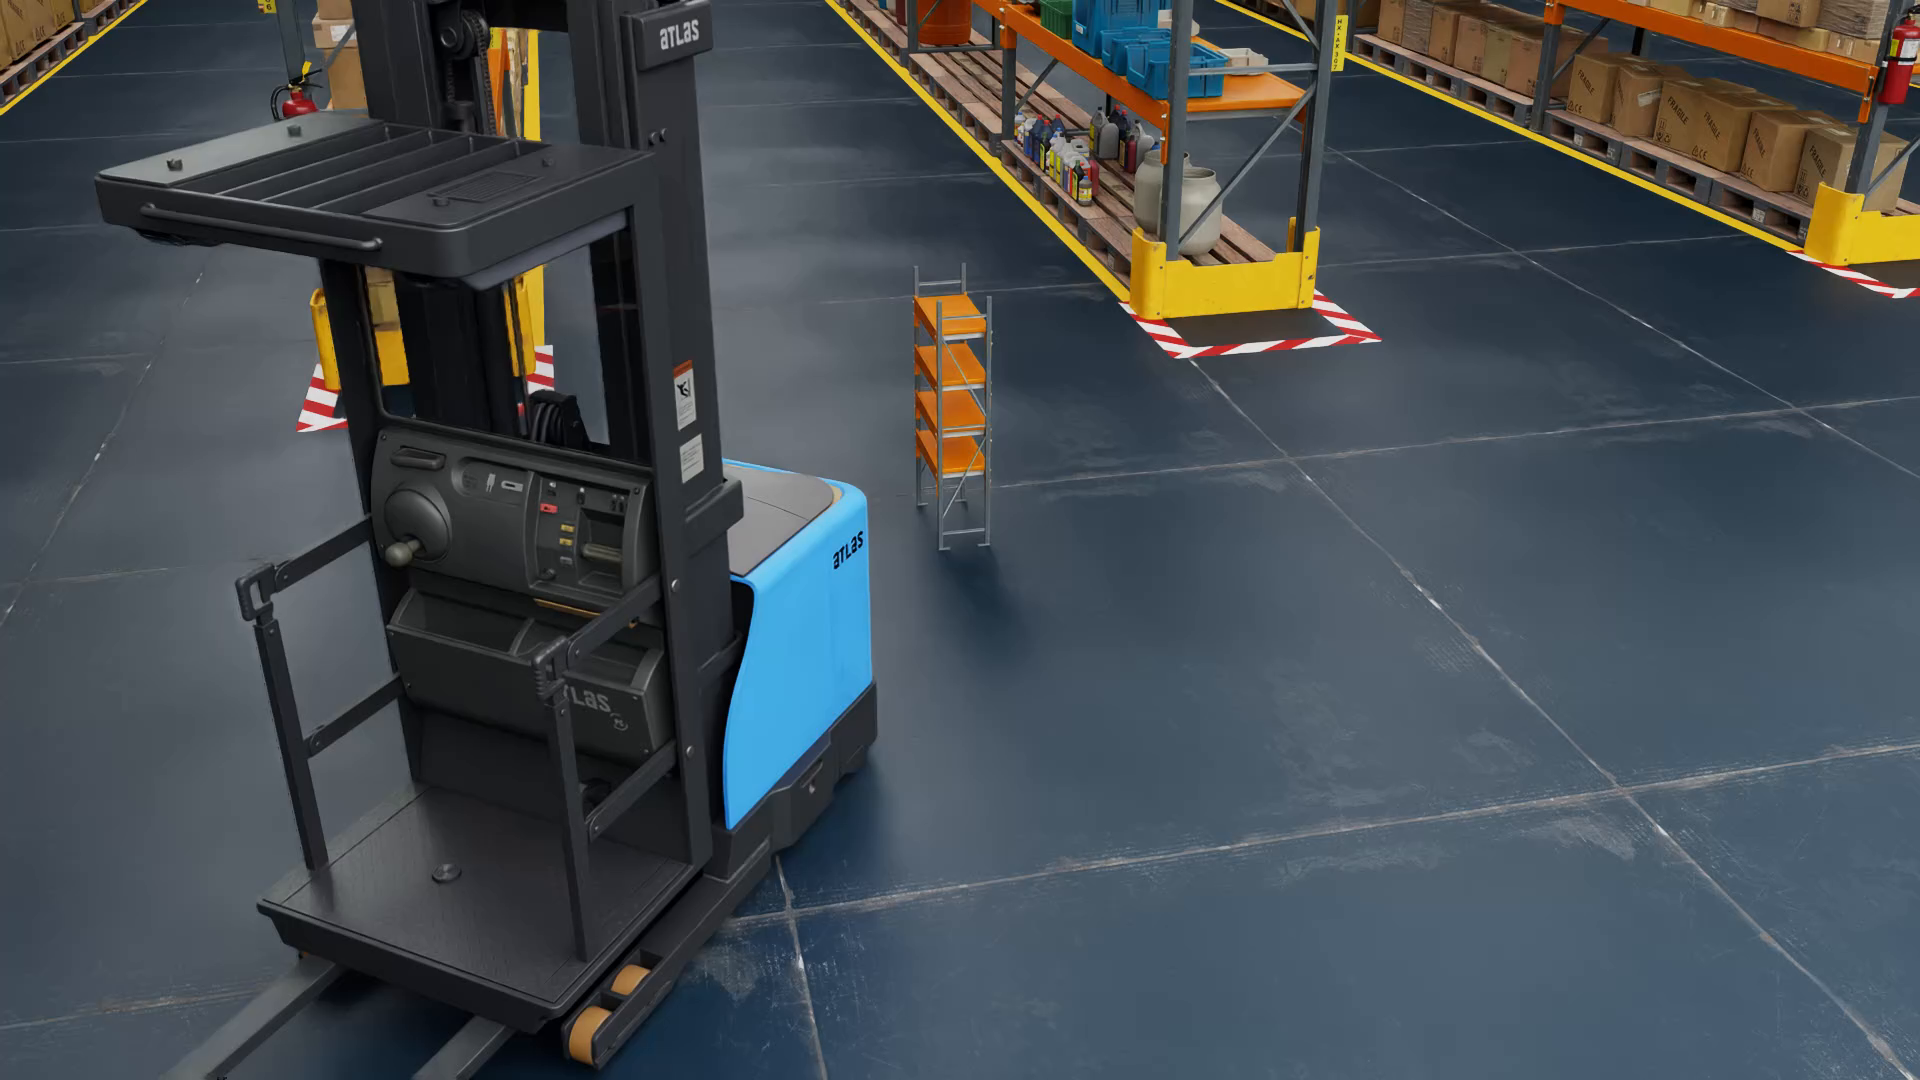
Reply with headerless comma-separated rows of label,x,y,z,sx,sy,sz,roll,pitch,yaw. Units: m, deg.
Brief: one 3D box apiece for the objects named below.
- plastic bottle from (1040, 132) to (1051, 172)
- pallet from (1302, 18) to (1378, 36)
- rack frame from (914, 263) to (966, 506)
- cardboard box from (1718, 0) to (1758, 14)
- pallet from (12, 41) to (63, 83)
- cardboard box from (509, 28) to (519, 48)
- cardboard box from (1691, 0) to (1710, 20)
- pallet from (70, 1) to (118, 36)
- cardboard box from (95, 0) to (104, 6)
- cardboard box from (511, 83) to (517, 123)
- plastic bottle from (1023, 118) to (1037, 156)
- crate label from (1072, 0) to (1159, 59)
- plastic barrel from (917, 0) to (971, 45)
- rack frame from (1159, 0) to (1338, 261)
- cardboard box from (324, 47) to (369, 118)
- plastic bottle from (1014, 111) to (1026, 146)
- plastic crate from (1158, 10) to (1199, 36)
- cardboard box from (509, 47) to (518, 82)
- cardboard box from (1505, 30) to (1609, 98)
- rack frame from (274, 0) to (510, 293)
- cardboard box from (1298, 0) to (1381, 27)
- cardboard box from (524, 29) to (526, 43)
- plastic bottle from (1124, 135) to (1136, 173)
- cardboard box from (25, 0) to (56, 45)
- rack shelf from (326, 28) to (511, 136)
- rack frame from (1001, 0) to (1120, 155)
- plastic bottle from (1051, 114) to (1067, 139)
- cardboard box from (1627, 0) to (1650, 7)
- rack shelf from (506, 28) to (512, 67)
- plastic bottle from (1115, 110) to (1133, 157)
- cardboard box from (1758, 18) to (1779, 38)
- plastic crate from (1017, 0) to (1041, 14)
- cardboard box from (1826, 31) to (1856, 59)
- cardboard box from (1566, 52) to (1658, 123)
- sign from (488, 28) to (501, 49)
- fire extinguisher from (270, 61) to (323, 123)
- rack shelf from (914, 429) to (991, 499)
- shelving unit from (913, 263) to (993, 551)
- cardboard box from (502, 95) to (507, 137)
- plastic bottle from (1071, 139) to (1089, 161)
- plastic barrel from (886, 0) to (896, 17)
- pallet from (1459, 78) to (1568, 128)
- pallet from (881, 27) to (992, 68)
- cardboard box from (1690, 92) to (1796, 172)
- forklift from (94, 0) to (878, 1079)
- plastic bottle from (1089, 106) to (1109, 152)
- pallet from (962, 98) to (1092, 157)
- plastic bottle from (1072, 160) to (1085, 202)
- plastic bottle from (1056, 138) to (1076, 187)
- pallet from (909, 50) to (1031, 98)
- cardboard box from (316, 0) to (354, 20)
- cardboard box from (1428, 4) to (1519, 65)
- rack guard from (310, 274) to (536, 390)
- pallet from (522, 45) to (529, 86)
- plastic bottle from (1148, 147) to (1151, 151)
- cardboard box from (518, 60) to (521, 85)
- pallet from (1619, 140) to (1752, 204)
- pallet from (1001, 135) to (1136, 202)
plastic bottle,0.666,-3.013,12.917,0.061,0.283,0.133,-5,27,-9
pallet,4.669,-5.953,19.311,1.003,0.211,1.213,-6,27,-12
rack frame,-0.092,-0.715,7.836,0.240,1.200,0.015,-6,27,-12
cardboard box,6.179,-4.185,12.272,0.875,0.500,0.500,-6,27,-12
pallet,-10.080,-4.979,17.380,1.003,0.211,1.213,-6,27,-12
cardboard box,-4.521,-4.846,15.985,0.500,0.311,0.500,-5,27,-10
cardboard box,5.882,-4.089,12.802,0.380,0.149,0.250,-6,27,-12
pallet,-10.701,-6.189,19.777,1.003,0.211,1.213,-6,27,-12
cardboard box,-10.784,-6.723,20.048,0.700,0.500,0.500,-6,27,-12
cardboard box,-3.828,-3.501,13.321,0.500,0.311,0.500,-6,27,-11
plastic bottle,0.594,-3.243,13.380,0.152,0.276,0.135,-5,27,-10
crate label,1.073,-3.626,11.566,0.502,0.435,0.616,-6,27,-12
plastic barrel,-0.179,-5.773,17.802,0.600,0.830,0.708,-6,27,-12
rack frame,1.751,-2.830,10.027,1.000,3.000,0.127,-6,27,-12
cardboard box,-3.168,-2.579,9.420,0.700,0.500,0.500,-6,27,-12
plastic bottle,0.494,-3.380,13.656,0.097,0.271,0.097,0,27,0
plastic crate,1.462,-3.781,12.204,0.530,0.136,0.437,-6,27,-12
cardboard box,-4.175,-4.176,14.658,0.500,0.311,0.500,-5,27,-10
cardboard box,5.558,-4.441,15.505,0.700,0.500,0.500,-8,28,-16
rack frame,-3.076,-2.328,9.034,1.000,3.000,0.127,-6,27,-12
cardboard box,4.638,-6.389,18.970,1.225,0.875,0.875,-7,28,-14
cardboard box,-4.934,-5.600,17.801,0.500,0.500,0.500,-6,27,-12
plastic bottle,1.321,-3.007,12.905,0.061,0.283,0.133,-6,27,-12
cardboard box,-10.129,-5.657,17.549,0.750,0.750,0.750,-5,27,-10
rack shelf,-3.526,-2.885,10.935,1.077,0.370,4.000,-6,27,-12
rack frame,0.850,-4.586,13.506,1.000,3.000,0.127,-6,27,-12
plastic bottle,0.768,-3.218,13.247,0.144,0.351,0.185,-6,27,-12
cardboard box,5.639,-4.411,13.439,0.380,0.149,0.250,-6,27,-12
rack shelf,-4.428,-4.641,14.415,1.077,0.370,4.000,-6,27,-12
plastic bottle,1.319,-3.262,13.335,0.144,0.351,0.185,-7,28,-14
cardboard box,6.092,-3.764,12.158,0.380,0.149,0.250,-6,27,-12
plastic crate,0.844,-4.315,13.039,0.767,0.338,0.504,-6,27,-12
cardboard box,6.255,-3.434,11.504,0.380,0.149,0.250,-6,27,-12
cardboard box,5.726,-3.980,14.615,0.500,0.500,0.500,-7,28,-13
sign,-2.534,-2.804,8.927,0.100,0.325,0.005,-6,27,-12
fire extinguisher,-3.502,-2.195,8.855,0.296,0.674,0.183,-6,27,-12
rack shelf,-0.037,-0.371,7.743,0.258,0.148,0.480,-6,27,-12
shelving unit,-0.037,-0.608,7.624,0.258,1.200,0.503,-6,27,-12
cardboard box,-3.558,-2.977,12.072,0.500,0.500,0.500,-6,27,-12
plastic bottle,0.904,-2.926,12.753,0.152,0.276,0.135,-6,27,-12
plastic barrel,-0.648,-6.366,19.329,0.421,0.512,0.421,0,27,0
pallet,5.498,-4.185,15.808,1.003,0.211,1.213,-6,27,-12
pallet,-0.270,-5.439,18.291,1.003,0.211,1.213,-6,27,-12
cardboard box,6.161,-3.216,13.100,0.500,0.500,0.500,-3,27,-7
forklift,-1.377,-0.025,4.547,1.130,2.935,3.031,12,29,22
plastic bottle,1.135,-3.331,13.473,0.144,0.351,0.185,-6,27,-12
pallet,0.635,-3.682,14.810,1.003,0.211,1.213,-6,27,-12
plastic bottle,0.866,-2.625,12.147,0.061,0.283,0.133,-5,27,-10
plastic bottle,0.807,-2.852,12.523,0.144,0.351,0.185,-5,27,-9
pallet,0.085,-4.753,16.932,1.003,0.211,1.213,-6,27,-12
cardboard box,-3.180,-3.182,9.174,0.700,0.500,0.500,-6,27,-11
cardboard box,5.216,-5.143,16.896,0.700,0.500,0.500,-4,27,-7
rack guard,-3.070,-1.202,9.576,1.175,0.500,0.348,-6,27,-12
pallet,-5.010,-4.927,17.277,1.003,0.211,1.213,-6,27,-12
plastic bottle,1.478,-2.932,12.848,0.097,0.201,0.097,0,27,0
cardboard box,-4.403,-4.368,15.661,0.500,0.250,0.500,-6,27,-12
pallet,6.139,-3.016,13.491,1.003,0.211,1.213,-6,27,-12
pallet,0.960,-3.042,13.542,1.003,0.211,1.213,-6,27,-12
